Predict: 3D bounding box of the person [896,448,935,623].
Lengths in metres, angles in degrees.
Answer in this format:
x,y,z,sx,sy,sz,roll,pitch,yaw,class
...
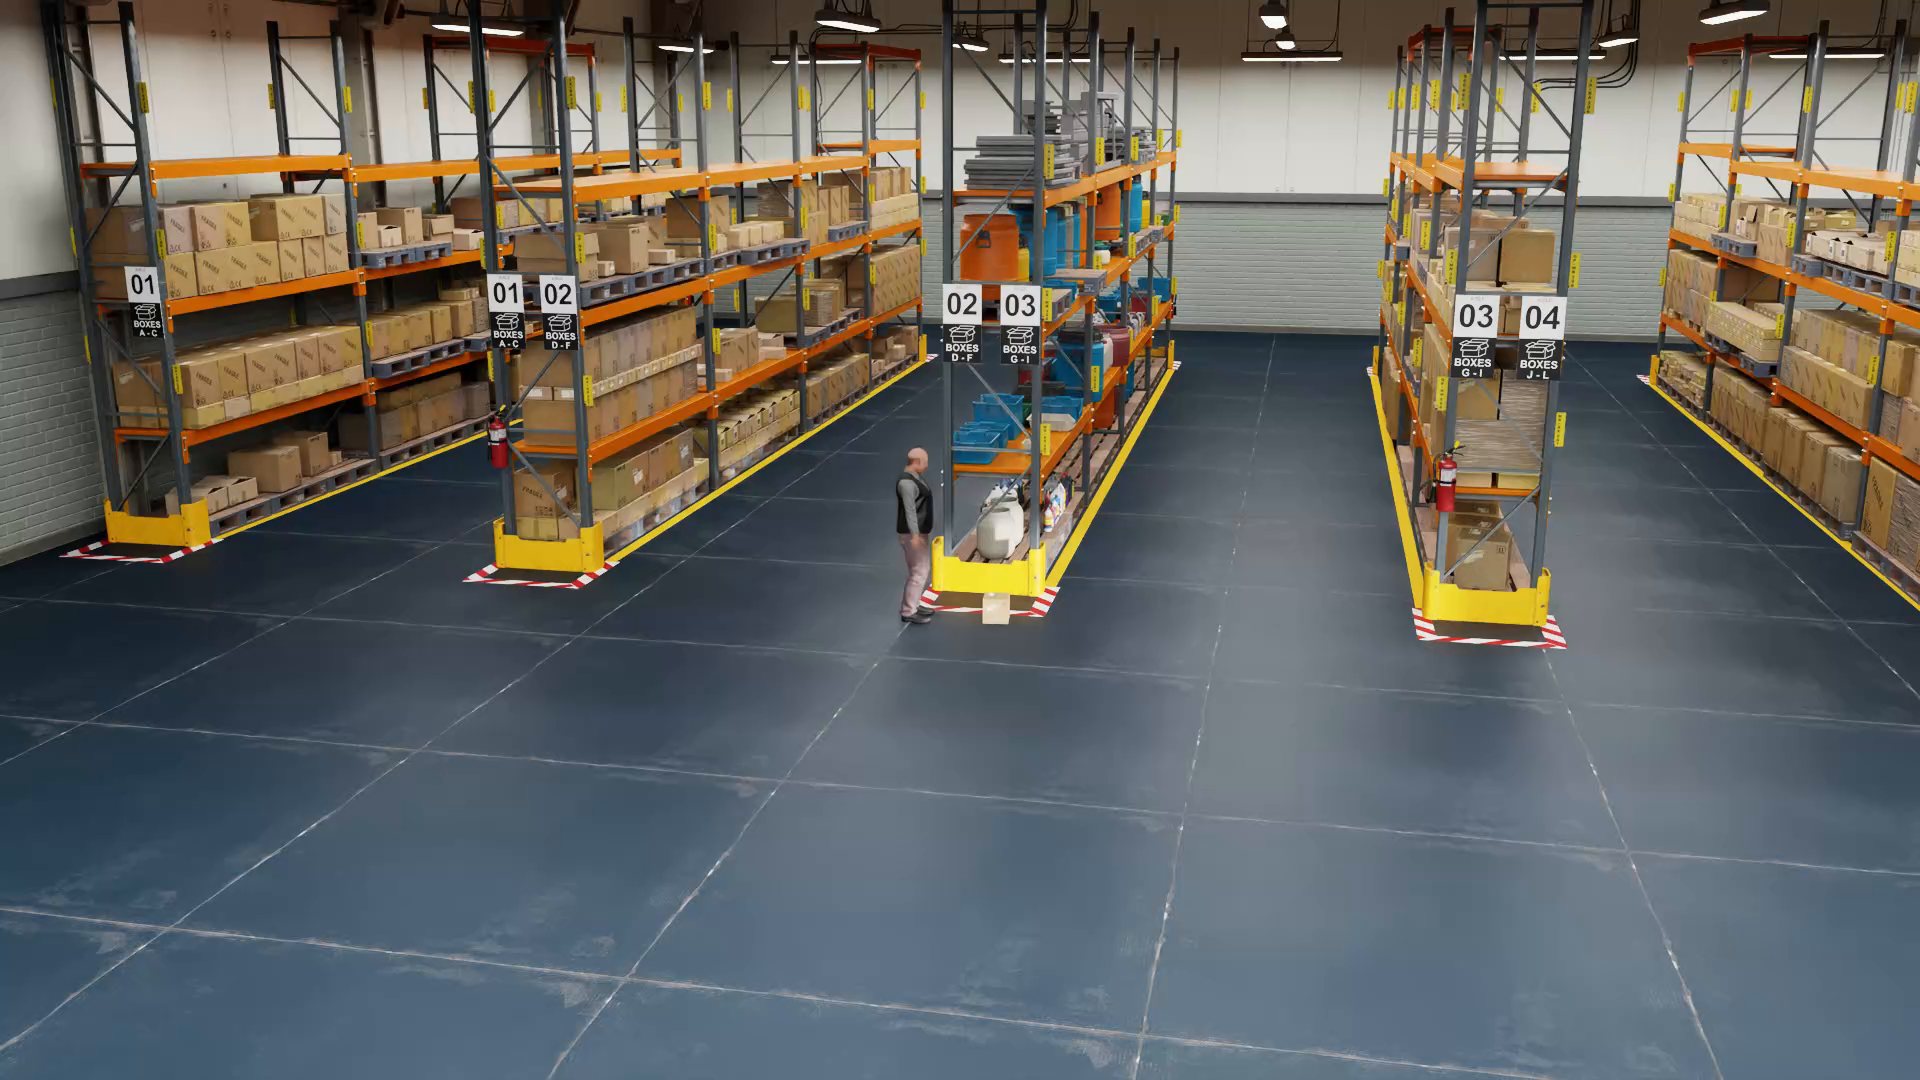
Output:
x,y,z,sx,sy,sz,roll,pitch,yaw,class
-0.440,-0.063,16.337,0.352,1.711,0.536,1,15,6,person
